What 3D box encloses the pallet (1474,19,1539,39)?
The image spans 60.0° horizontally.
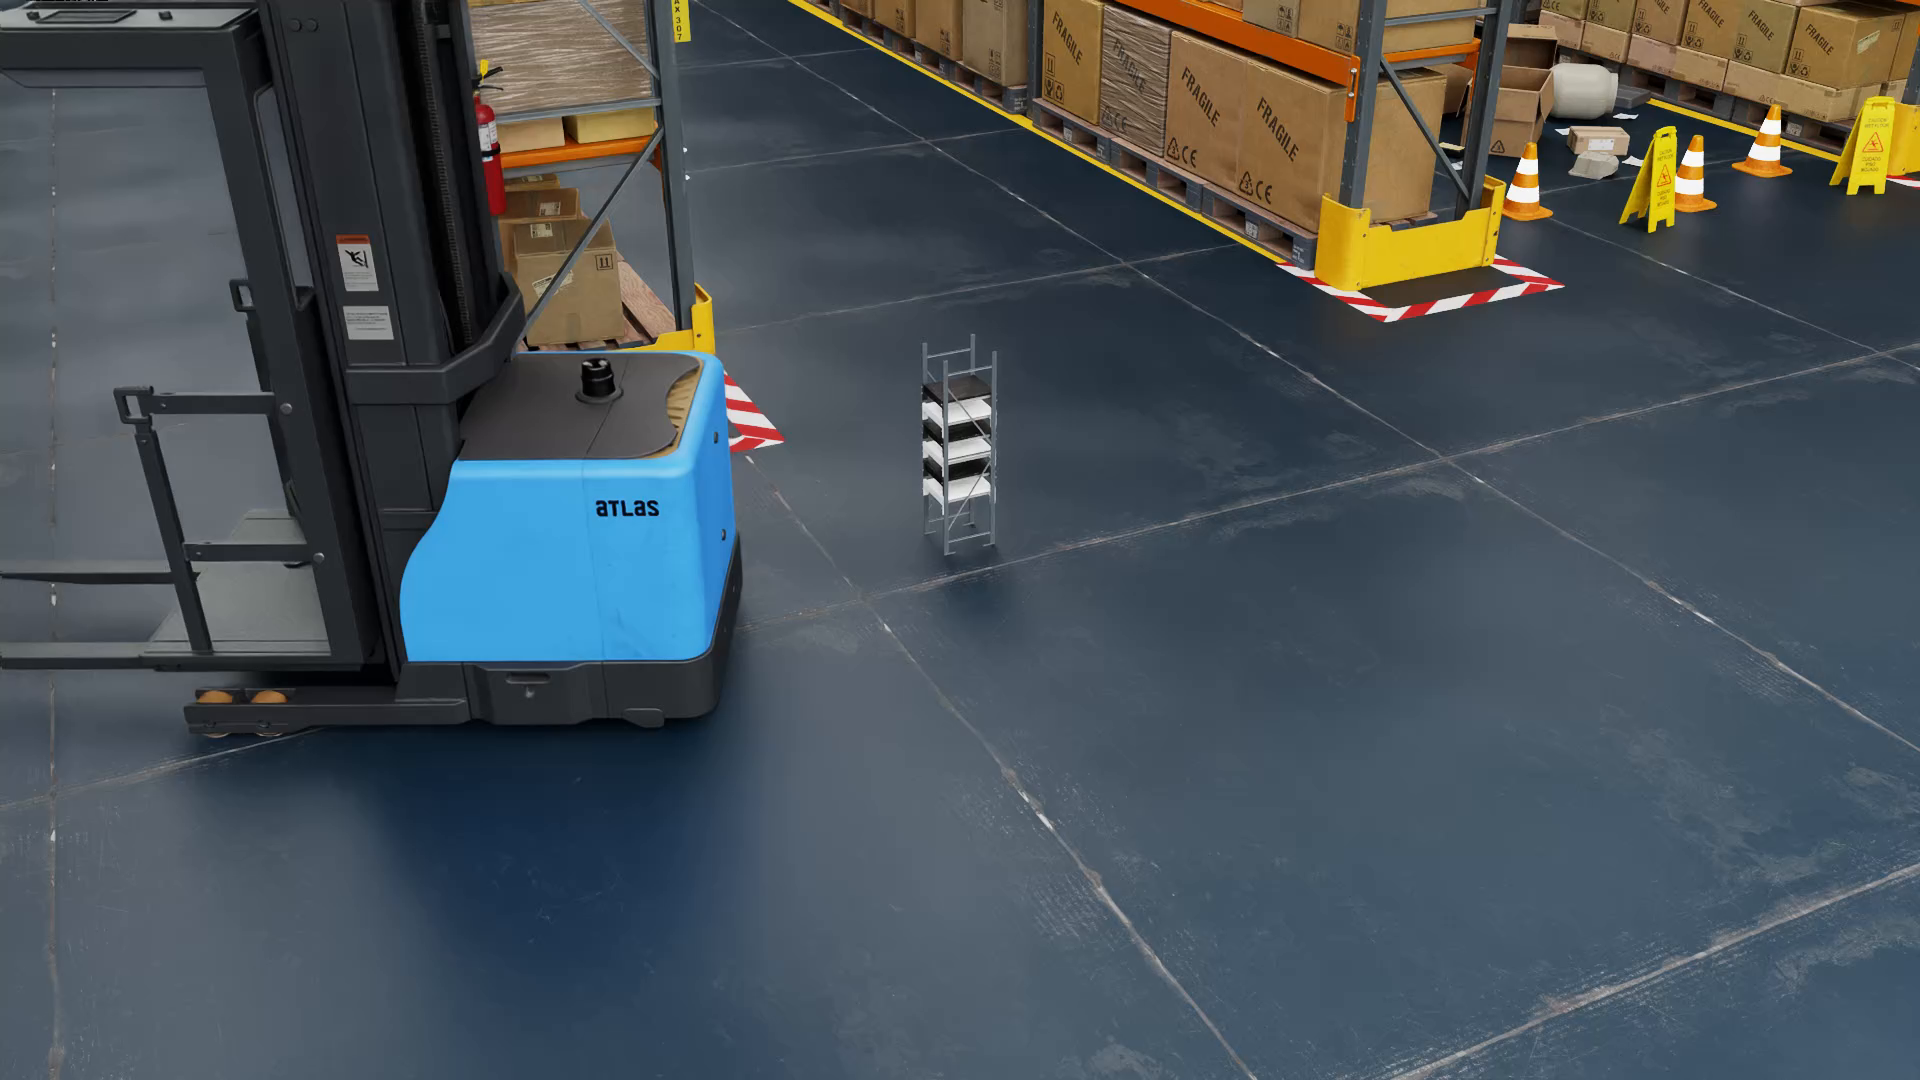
[{"bbox_3d":[5.096,-4.963,15.885,1.003,0.211,1.213,-13,32,-22],"label":"pallet"}]

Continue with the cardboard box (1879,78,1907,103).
[{"bbox_3d":[7.052,-3.467,12.748,0.500,0.250,0.500,-13,32,-22],"label":"cardboard box"}]

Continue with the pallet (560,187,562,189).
[{"bbox_3d":[-3.199,-2.249,11.046,1.003,0.211,1.213,-13,32,-22],"label":"pallet"}]

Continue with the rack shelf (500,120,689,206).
[{"bbox_3d":[-2.660,-2.558,9.480,1.077,0.370,4.000,-13,32,-22],"label":"rack shelf"}]

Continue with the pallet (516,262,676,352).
[{"bbox_3d":[-2.151,-1.172,9.123,1.003,0.211,1.213,-13,32,-22],"label":"pallet"}]

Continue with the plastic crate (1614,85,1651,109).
[{"bbox_3d":[5.365,-3.697,13.760,0.583,0.080,0.402,26,38,38],"label":"plastic crate"}]

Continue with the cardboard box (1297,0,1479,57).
[{"bbox_3d":[2.521,-3.205,9.745,0.875,0.550,0.550,-13,32,-22],"label":"cardboard box"}]

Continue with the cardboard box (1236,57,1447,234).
[{"bbox_3d":[2.371,-2.527,10.432,0.875,0.875,0.875,-13,32,-22],"label":"cardboard box"}]

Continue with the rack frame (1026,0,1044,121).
[{"bbox_3d":[1.004,-4.752,12.657,1.000,3.000,0.127,-13,32,-22],"label":"rack frame"}]

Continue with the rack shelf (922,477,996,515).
[{"bbox_3d":[-0.003,-0.210,7.141,0.258,0.077,0.200,-13,32,-22],"label":"rack shelf"}]

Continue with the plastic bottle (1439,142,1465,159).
[{"bbox_3d":[3.615,-2.904,12.367,0.283,0.061,0.133,26,38,38],"label":"plastic bottle"}]

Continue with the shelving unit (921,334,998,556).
[{"bbox_3d":[-0.003,-0.396,7.036,0.258,0.900,0.210,-13,32,-22],"label":"shelving unit"}]

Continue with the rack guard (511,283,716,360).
[{"bbox_3d":[-1.834,-0.931,8.400,1.175,0.500,0.348,-13,32,-22],"label":"rack guard"}]

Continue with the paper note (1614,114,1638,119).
[{"bbox_3d":[5.304,-3.379,13.245,0.148,0.019,0.142,26,38,38],"label":"paper note"}]

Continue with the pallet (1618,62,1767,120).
[{"bbox_3d":[6.279,-3.790,13.794,1.003,0.211,1.213,-13,32,-22],"label":"pallet"}]

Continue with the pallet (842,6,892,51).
[{"bbox_3d":[-0.443,-4.938,15.841,1.003,0.211,1.213,-13,32,-22],"label":"pallet"}]

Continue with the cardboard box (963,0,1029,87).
[{"bbox_3d":[0.657,-4.209,13.560,1.050,0.750,0.750,-13,32,-22],"label":"cardboard box"}]

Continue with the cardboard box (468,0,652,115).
[{"bbox_3d":[-2.013,-2.410,8.075,0.875,0.500,0.500,-13,32,-22],"label":"cardboard box"}]

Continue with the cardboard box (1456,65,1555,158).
[{"bbox_3d":[4.108,-3.224,12.485,0.637,0.503,0.797,13,32,21],"label":"cardboard box"}]

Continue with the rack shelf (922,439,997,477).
[{"bbox_3d":[-0.003,-0.367,7.053,0.258,0.077,0.200,-13,32,-22],"label":"rack shelf"}]

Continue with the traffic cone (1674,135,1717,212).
[{"bbox_3d":[4.943,-2.498,11.232,0.336,0.463,0.334,-13,32,-22],"label":"traffic cone"}]

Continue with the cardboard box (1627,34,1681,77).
[{"bbox_3d":[5.910,-4.035,13.761,0.500,0.250,0.500,-14,32,-23],"label":"cardboard box"}]

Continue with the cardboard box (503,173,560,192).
[{"bbox_3d":[-2.594,-1.898,9.694,0.500,0.500,0.500,-10,31,-17],"label":"cardboard box"}]

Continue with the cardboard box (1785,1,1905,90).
[{"bbox_3d":[6.569,-3.679,12.359,0.500,0.500,0.500,-13,32,-22],"label":"cardboard box"}]

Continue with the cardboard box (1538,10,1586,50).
[{"bbox_3d":[5.441,-4.502,14.594,0.500,0.250,0.500,-15,32,-24],"label":"cardboard box"}]

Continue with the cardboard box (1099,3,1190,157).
[{"bbox_3d":[1.601,-3.318,11.844,0.875,0.875,0.875,-13,32,-22],"label":"cardboard box"}]

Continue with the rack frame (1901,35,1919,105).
[{"bbox_3d":[7.149,-4.069,11.439,1.000,3.000,0.127,-13,32,-22],"label":"rack frame"}]

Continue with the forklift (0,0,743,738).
[{"bbox_3d":[-2.399,-0.828,5.729,3.031,2.935,1.130,0,29,0],"label":"forklift"}]

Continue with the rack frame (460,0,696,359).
[{"bbox_3d":[-1.802,-1.988,7.728,1.000,3.000,0.127,-13,32,-22],"label":"rack frame"}]

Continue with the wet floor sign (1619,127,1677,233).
[{"bbox_3d":[4.522,-2.361,10.800,0.267,0.644,0.232,-19,35,-30],"label":"wet floor sign"}]

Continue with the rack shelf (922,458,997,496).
[{"bbox_3d":[-0.003,-0.289,7.097,0.258,0.077,0.200,-13,32,-22],"label":"rack shelf"}]

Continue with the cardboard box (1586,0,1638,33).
[{"bbox_3d":[5.681,-4.595,13.993,0.500,0.500,0.500,-12,31,-20],"label":"cardboard box"}]

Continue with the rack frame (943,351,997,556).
[{"bbox_3d":[0.040,-0.351,6.956,0.240,0.900,0.006,-13,32,-22],"label":"rack frame"}]

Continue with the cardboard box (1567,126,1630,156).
[{"bbox_3d":[4.762,-2.980,12.412,0.380,0.149,0.250,2,29,4],"label":"cardboard box"}]

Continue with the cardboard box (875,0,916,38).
[{"bbox_3d":[-0.154,-5.047,15.055,1.050,0.750,0.750,-13,32,-21],"label":"cardboard box"}]

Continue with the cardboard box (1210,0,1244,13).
[{"bbox_3d":[2.138,-3.717,10.658,0.875,0.550,0.550,-13,32,-22],"label":"cardboard box"}]

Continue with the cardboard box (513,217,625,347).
[{"bbox_3d":[-2.055,-1.360,8.735,0.500,0.500,0.500,-7,30,-13],"label":"cardboard box"}]

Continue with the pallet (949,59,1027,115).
[{"bbox_3d":[0.605,-3.860,13.919,1.003,0.211,1.213,-13,32,-22],"label":"pallet"}]

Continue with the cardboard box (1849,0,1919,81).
[{"bbox_3d":[7.041,-3.804,12.583,0.500,0.500,0.500,-14,32,-24],"label":"cardboard box"}]

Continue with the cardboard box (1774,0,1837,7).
[{"bbox_3d":[6.351,-4.110,12.464,0.380,0.149,0.250,-12,31,-21],"label":"cardboard box"}]

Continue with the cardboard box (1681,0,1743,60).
[{"bbox_3d":[6.132,-4.133,13.169,0.500,0.500,0.500,-14,32,-23],"label":"cardboard box"}]

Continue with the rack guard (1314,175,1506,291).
[{"bbox_3d":[2.732,-1.884,10.098,1.175,0.500,0.348,-13,32,-22],"label":"rack guard"}]

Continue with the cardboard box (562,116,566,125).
[{"bbox_3d":[-1.799,-2.169,8.308,0.380,0.149,0.250,-13,32,-22],"label":"cardboard box"}]

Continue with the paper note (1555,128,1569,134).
[{"bbox_3d":[4.716,-3.175,12.893,0.148,0.019,0.142,-3,29,-5],"label":"paper note"}]

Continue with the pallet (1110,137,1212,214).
[{"bbox_3d":[1.788,-2.643,11.748,1.003,0.211,1.213,-13,32,-22],"label":"pallet"}]

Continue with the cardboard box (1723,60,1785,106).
[{"bbox_3d":[6.343,-3.584,12.956,0.500,0.250,0.500,-13,32,-22],"label":"cardboard box"}]

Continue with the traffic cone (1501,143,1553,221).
[{"bbox_3d":[3.776,-2.411,11.076,0.336,0.463,0.334,-13,32,-22],"label":"traffic cone"}]
